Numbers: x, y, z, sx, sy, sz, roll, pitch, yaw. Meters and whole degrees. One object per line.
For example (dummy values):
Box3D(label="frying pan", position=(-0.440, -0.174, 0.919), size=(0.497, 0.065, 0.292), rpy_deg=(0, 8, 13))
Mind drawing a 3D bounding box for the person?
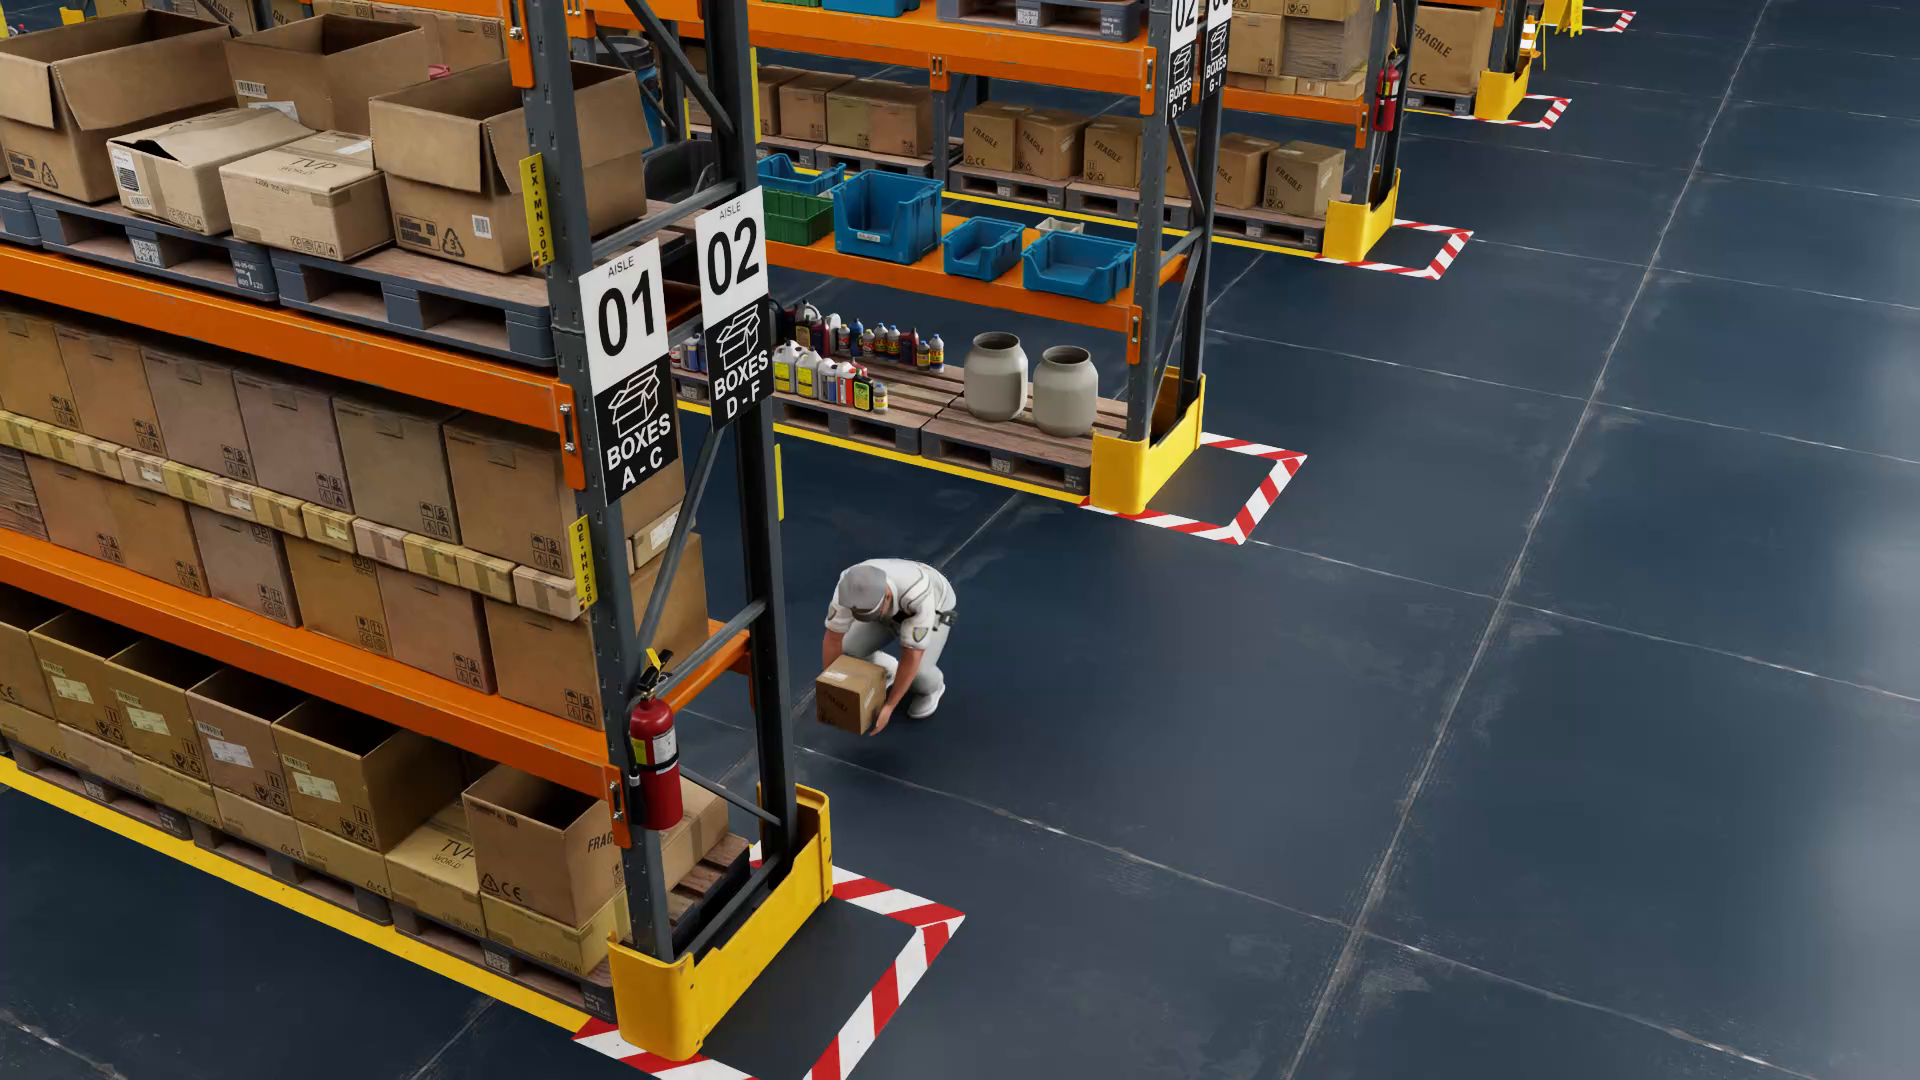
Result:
Box3D(label="person", position=(-0.339, 0.440, 8.272), size=(0.565, 1.012, 0.914), rpy_deg=(14, 33, 23))
